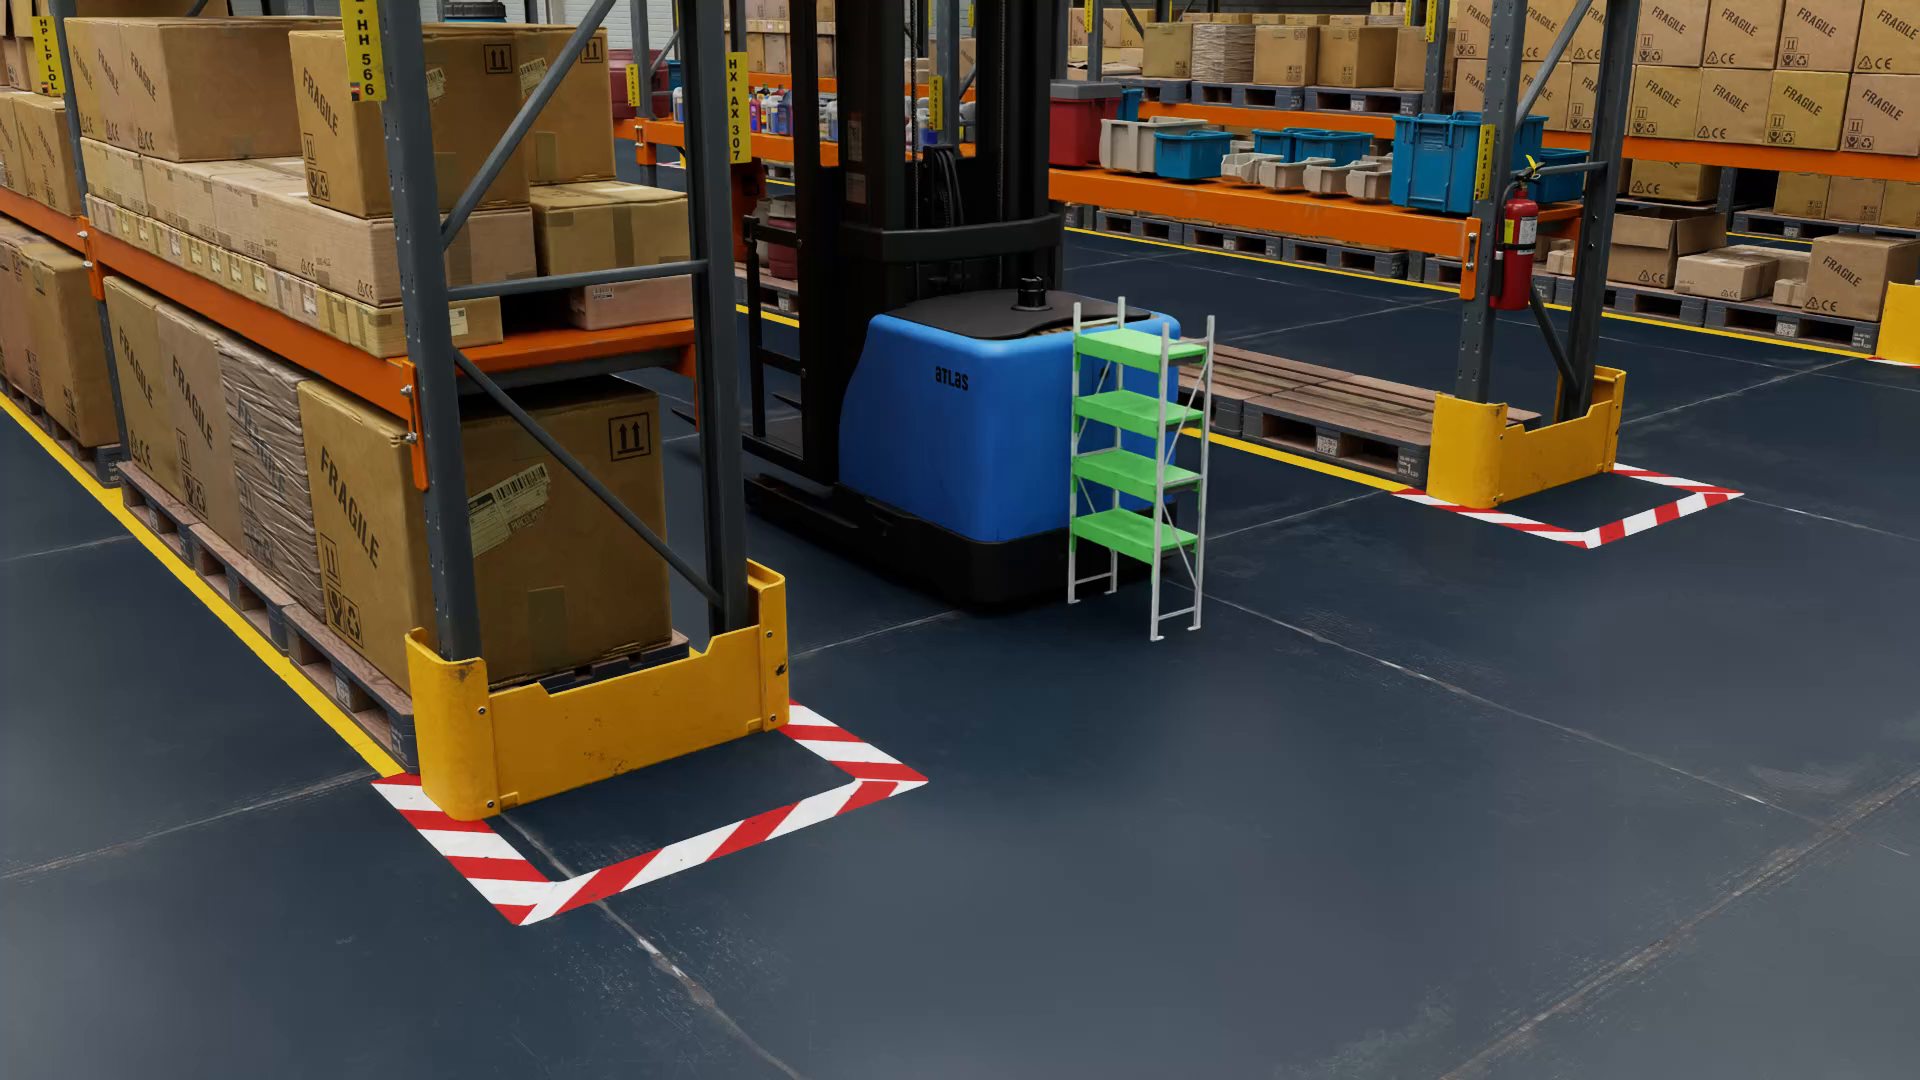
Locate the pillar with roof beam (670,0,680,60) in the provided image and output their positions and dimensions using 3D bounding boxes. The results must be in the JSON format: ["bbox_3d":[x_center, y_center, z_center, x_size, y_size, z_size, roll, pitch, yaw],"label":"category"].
[{"bbox_3d":[-9.119,-12.556,30.967,9.100,9.000,0.400,-14,23,-36],"label":"pillar with roof beam"}]

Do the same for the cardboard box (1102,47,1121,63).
[{"bbox_3d":[2.243,-6.730,23.121,0.500,0.250,0.500,-14,23,-36],"label":"cardboard box"}]

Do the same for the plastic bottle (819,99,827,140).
[{"bbox_3d":[-0.987,-2.984,11.801,0.152,0.276,0.135,-14,23,-36],"label":"plastic bottle"}]

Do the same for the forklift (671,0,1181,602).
[{"bbox_3d":[-0.368,-1.552,7.385,1.130,2.935,3.031,-13,22,-34],"label":"forklift"}]

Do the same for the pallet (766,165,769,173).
[{"bbox_3d":[-2.779,-5.124,22.500,1.003,0.211,1.213,-14,23,-36],"label":"pallet"}]

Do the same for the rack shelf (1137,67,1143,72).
[{"bbox_3d":[1.836,-6.761,24.153,1.077,0.370,4.000,-14,23,-36],"label":"rack shelf"}]

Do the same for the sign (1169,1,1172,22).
[{"bbox_3d":[2.100,-5.277,16.810,0.100,0.325,0.005,-14,23,-36],"label":"sign"}]

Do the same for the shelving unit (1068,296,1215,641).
[{"bbox_3d":[0.672,-0.277,6.287,0.258,1.200,0.503,-13,22,-34],"label":"shelving unit"}]

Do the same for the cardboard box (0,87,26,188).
[{"bbox_3d":[-5.047,-2.223,9.144,0.500,0.500,0.500,-14,23,-36],"label":"cardboard box"}]

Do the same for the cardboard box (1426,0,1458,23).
[{"bbox_3d":[5.659,-6.009,18.880,0.500,0.250,0.500,-13,23,-35],"label":"cardboard box"}]

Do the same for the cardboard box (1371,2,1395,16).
[{"bbox_3d":[5.112,-6.344,19.858,0.250,0.149,0.380,16,24,39],"label":"cardboard box"}]

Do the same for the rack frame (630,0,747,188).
[{"bbox_3d":[-2.205,-3.690,13.736,1.000,3.000,0.127,-14,23,-36],"label":"rack frame"}]

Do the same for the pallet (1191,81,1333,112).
[{"bbox_3d":[2.891,-4.087,15.238,1.003,0.211,1.213,-14,23,-36],"label":"pallet"}]

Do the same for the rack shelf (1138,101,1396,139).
[{"bbox_3d":[2.922,-3.822,15.277,1.077,0.370,4.000,-14,23,-36],"label":"rack shelf"}]

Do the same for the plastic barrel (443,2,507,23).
[{"bbox_3d":[-4.686,-4.760,16.167,0.600,0.901,0.708,-14,23,-36],"label":"plastic barrel"}]

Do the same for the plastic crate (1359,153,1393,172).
[{"bbox_3d":[2.312,-2.010,8.984,0.250,0.136,0.298,-14,23,-36],"label":"plastic crate"}]

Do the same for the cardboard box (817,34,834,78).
[{"bbox_3d":[-1.416,-5.926,20.328,0.700,0.500,0.500,-14,23,-37],"label":"cardboard box"}]

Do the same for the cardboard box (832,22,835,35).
[{"bbox_3d":[-1.292,-6.084,19.773,0.380,0.149,0.250,-15,23,-37],"label":"cardboard box"}]

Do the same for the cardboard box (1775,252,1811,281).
[{"bbox_3d":[6.222,-1.901,12.006,0.500,0.250,0.500,-14,23,-36],"label":"cardboard box"}]

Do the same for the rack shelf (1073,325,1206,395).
[{"bbox_3d":[0.671,-0.672,6.157,0.258,0.148,0.480,-13,22,-34],"label":"rack shelf"}]

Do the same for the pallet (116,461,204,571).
[{"bbox_3d":[-3.193,-0.212,7.666,1.003,0.211,1.213,-14,23,-36],"label":"pallet"}]

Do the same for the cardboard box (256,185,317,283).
[{"bbox_3d":[-1.944,-1.015,5.422,0.500,0.250,0.500,-14,23,-37],"label":"cardboard box"}]

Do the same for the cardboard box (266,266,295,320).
[{"bbox_3d":[-2.072,-0.844,5.540,0.380,0.149,0.250,-13,23,-35],"label":"cardboard box"}]

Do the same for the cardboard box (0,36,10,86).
[{"bbox_3d":[-5.244,-2.903,9.603,0.797,0.503,0.637,-13,23,-35],"label":"cardboard box"}]

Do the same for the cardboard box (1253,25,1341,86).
[{"bbox_3d":[3.019,-4.341,14.872,0.500,0.500,0.700,13,23,35],"label":"cardboard box"}]

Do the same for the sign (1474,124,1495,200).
[{"bbox_3d":[2.341,-1.685,7.420,0.100,0.325,0.005,-14,23,-36],"label":"sign"}]

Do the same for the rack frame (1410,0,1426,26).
[{"bbox_3d":[5.561,-5.624,19.575,1.000,3.000,0.127,-14,23,-36],"label":"rack frame"}]

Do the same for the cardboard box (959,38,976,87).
[{"bbox_3d":[0.299,-5.244,18.267,0.500,0.500,0.500,-14,23,-36],"label":"cardboard box"}]

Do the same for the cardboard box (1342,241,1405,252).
[{"bbox_3d":[3.633,-2.758,14.198,0.500,0.500,0.500,-14,23,-36],"label":"cardboard box"}]

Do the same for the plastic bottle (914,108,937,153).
[{"bbox_3d":[-0.219,-2.680,10.881,0.152,0.276,0.135,-14,23,-36],"label":"plastic bottle"}]

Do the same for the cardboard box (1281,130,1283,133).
[{"bbox_3d":[4.514,-5.080,21.209,0.700,0.500,0.500,-14,23,-36],"label":"cardboard box"}]

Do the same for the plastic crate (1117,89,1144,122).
[{"bbox_3d":[0.836,-2.677,10.606,0.392,0.384,0.575,-14,23,-36],"label":"plastic crate"}]

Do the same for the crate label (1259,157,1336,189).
[{"bbox_3d":[1.753,-1.926,8.731,0.396,0.136,0.243,-14,23,-36],"label":"crate label"}]

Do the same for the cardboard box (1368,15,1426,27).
[{"bbox_3d":[5.261,-5.994,19.834,0.500,0.500,0.700,17,25,42],"label":"cardboard box"}]

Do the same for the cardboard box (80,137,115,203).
[{"bbox_3d":[-3.518,-1.641,7.312,0.500,0.250,0.500,-14,23,-37],"label":"cardboard box"}]

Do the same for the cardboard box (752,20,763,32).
[{"bbox_3d":[-2.411,-6.527,21.112,0.380,0.149,0.250,-14,23,-37],"label":"cardboard box"}]

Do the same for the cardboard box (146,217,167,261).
[{"bbox_3d":[-3.030,-1.224,6.687,0.380,0.149,0.250,-14,23,-37],"label":"cardboard box"}]

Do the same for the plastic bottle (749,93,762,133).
[{"bbox_3d":[-1.508,-3.172,12.355,0.061,0.283,0.133,-14,23,-36],"label":"plastic bottle"}]

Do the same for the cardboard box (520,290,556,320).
[{"bbox_3d":[-1.243,-0.848,5.551,0.380,0.149,0.250,-14,23,-37],"label":"cardboard box"}]

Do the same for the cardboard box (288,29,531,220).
[{"bbox_3d":[-1.629,-1.247,4.929,0.500,0.500,0.500,-14,23,-35],"label":"cardboard box"}]

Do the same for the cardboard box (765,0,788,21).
[{"bbox_3d":[-2.019,-6.784,20.856,0.700,0.500,0.500,-14,23,-36],"label":"cardboard box"}]

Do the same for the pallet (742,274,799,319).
[{"bbox_3d":[-0.929,-1.880,12.704,1.003,0.211,1.213,-14,23,-36],"label":"pallet"}]

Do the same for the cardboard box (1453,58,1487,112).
[{"bbox_3d":[4.267,-3.539,13.120,0.500,0.500,0.500,-13,22,-35],"label":"cardboard box"}]

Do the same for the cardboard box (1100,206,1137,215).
[{"bbox_3d":[1.739,-3.510,16.469,0.500,0.500,0.500,-13,22,-34],"label":"cardboard box"}]

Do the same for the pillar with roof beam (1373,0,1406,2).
[{"bbox_3d":[2.057,-8.121,17.572,9.100,9.000,0.400,-14,23,-36],"label":"pillar with roof beam"}]

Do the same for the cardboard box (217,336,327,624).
[{"bbox_3d":[-2.146,-0.309,6.237,0.875,0.875,0.875,-14,23,-36],"label":"cardboard box"}]

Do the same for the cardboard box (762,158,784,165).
[{"bbox_3d":[-2.198,-4.976,21.324,0.500,0.250,0.500,-14,23,-36],"label":"cardboard box"}]

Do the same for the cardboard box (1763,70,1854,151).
[{"bbox_3d":[5.831,-2.917,11.240,0.500,0.500,0.500,-14,23,-36],"label":"cardboard box"}]

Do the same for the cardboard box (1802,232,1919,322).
[{"bbox_3d":[6.117,-1.793,11.282,0.500,0.500,0.500,-14,23,-36],"label":"cardboard box"}]

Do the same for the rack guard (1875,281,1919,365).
[{"bbox_3d":[6.600,-1.517,11.149,1.175,0.500,0.348,-14,23,-36],"label":"rack guard"}]
